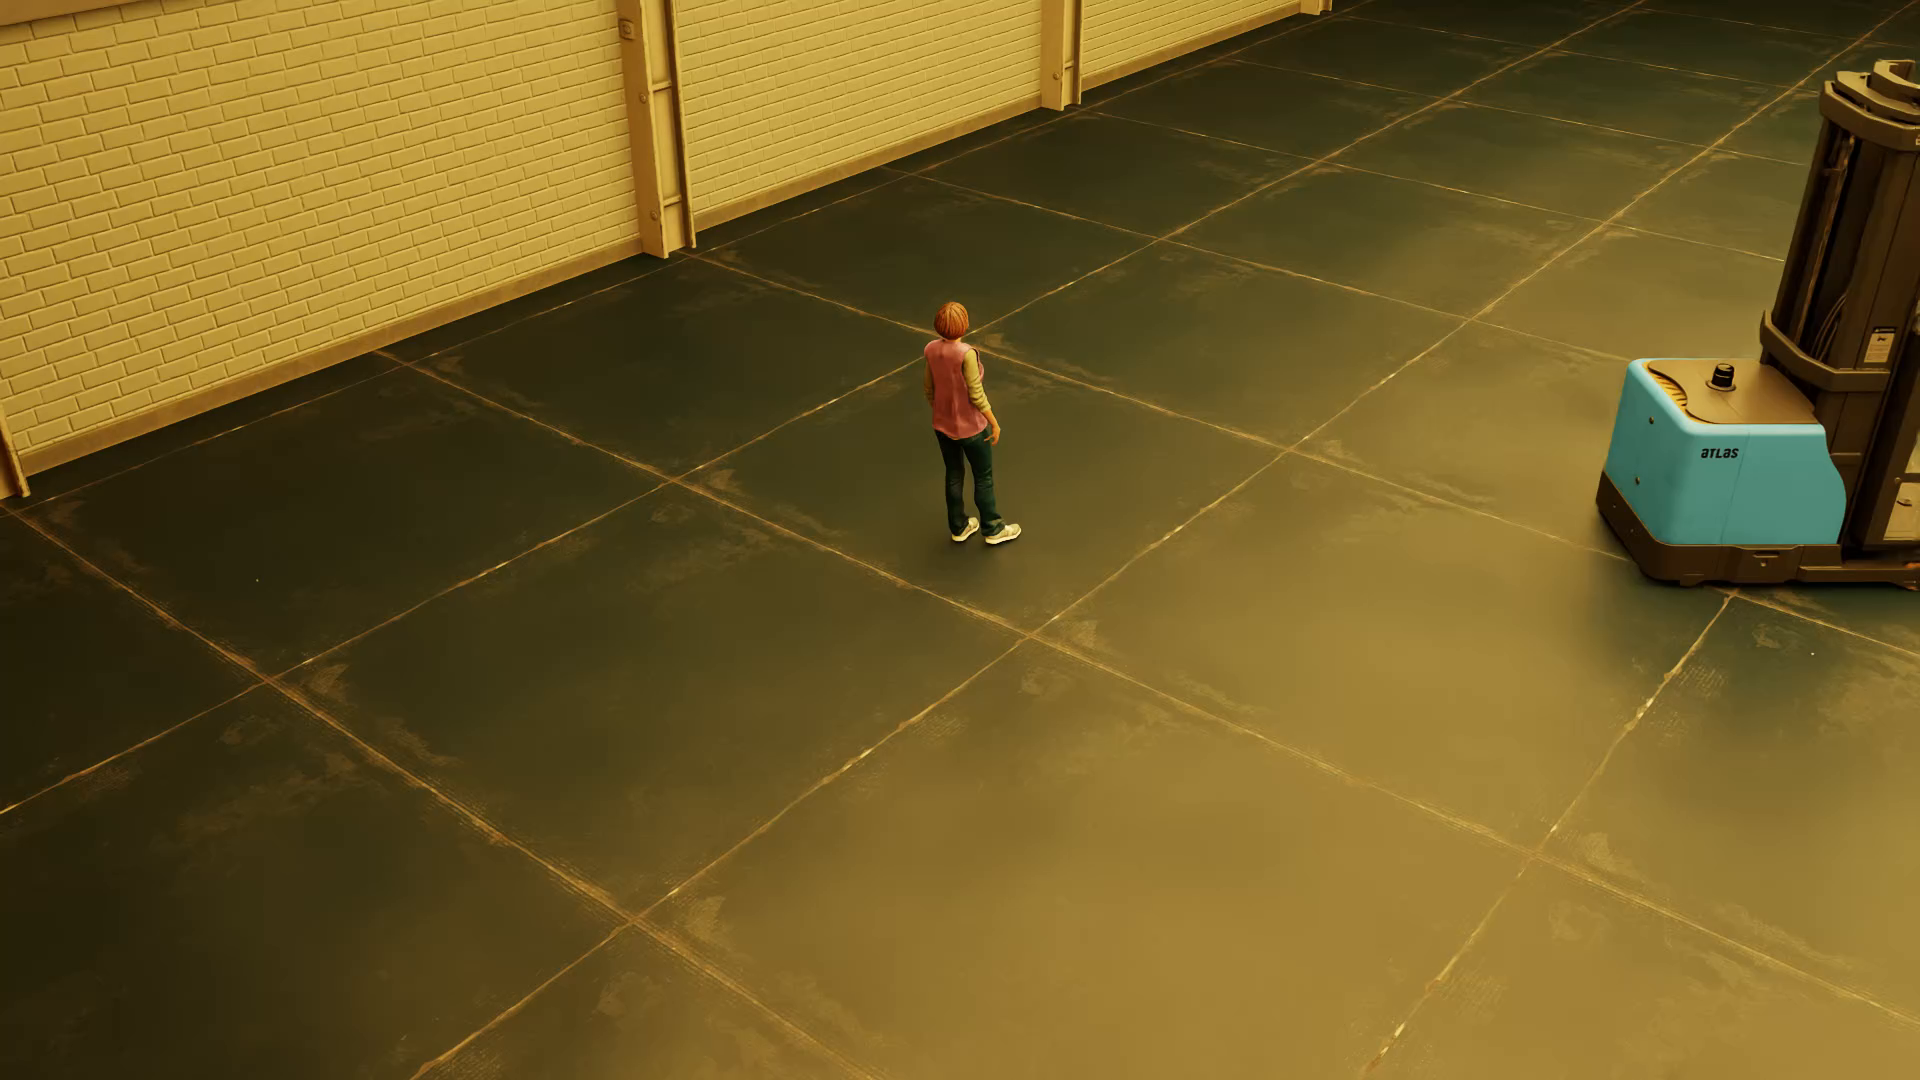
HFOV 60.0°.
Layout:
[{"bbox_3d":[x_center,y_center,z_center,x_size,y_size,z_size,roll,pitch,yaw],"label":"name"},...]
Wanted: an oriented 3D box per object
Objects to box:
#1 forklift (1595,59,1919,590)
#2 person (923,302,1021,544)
[{"bbox_3d":[5.635,-1.233,9.704,3.031,2.935,1.130,0,30,0],"label":"forklift"},{"bbox_3d":[0.057,-0.720,10.135,0.520,1.597,0.476,22,37,33],"label":"person"}]
